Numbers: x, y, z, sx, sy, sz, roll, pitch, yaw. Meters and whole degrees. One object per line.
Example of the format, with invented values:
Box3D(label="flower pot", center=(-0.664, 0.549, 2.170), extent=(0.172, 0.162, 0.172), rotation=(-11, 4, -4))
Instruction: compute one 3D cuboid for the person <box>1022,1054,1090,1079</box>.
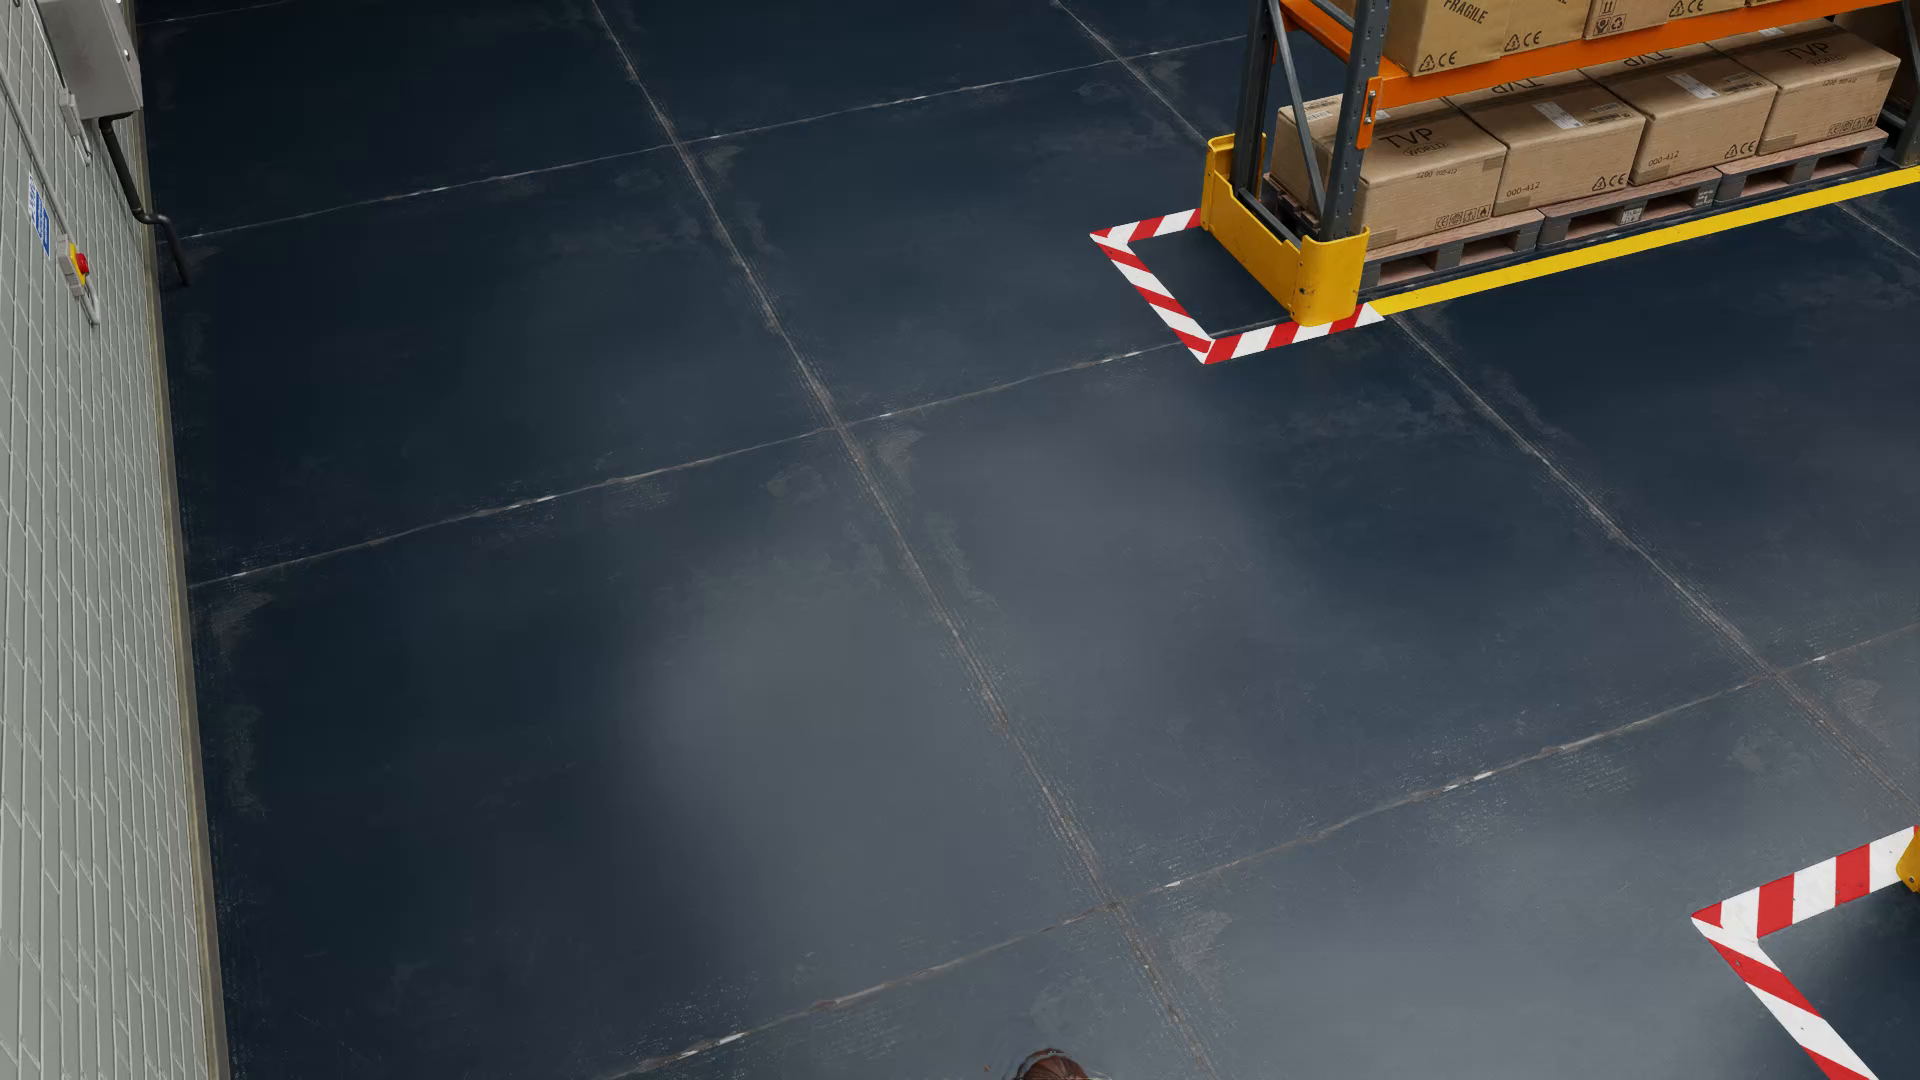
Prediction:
Box3D(label="person", center=(0.226, 1.751, 4.192), extent=(0.458, 1.647, 0.703), rotation=(-22, 46, -22))
